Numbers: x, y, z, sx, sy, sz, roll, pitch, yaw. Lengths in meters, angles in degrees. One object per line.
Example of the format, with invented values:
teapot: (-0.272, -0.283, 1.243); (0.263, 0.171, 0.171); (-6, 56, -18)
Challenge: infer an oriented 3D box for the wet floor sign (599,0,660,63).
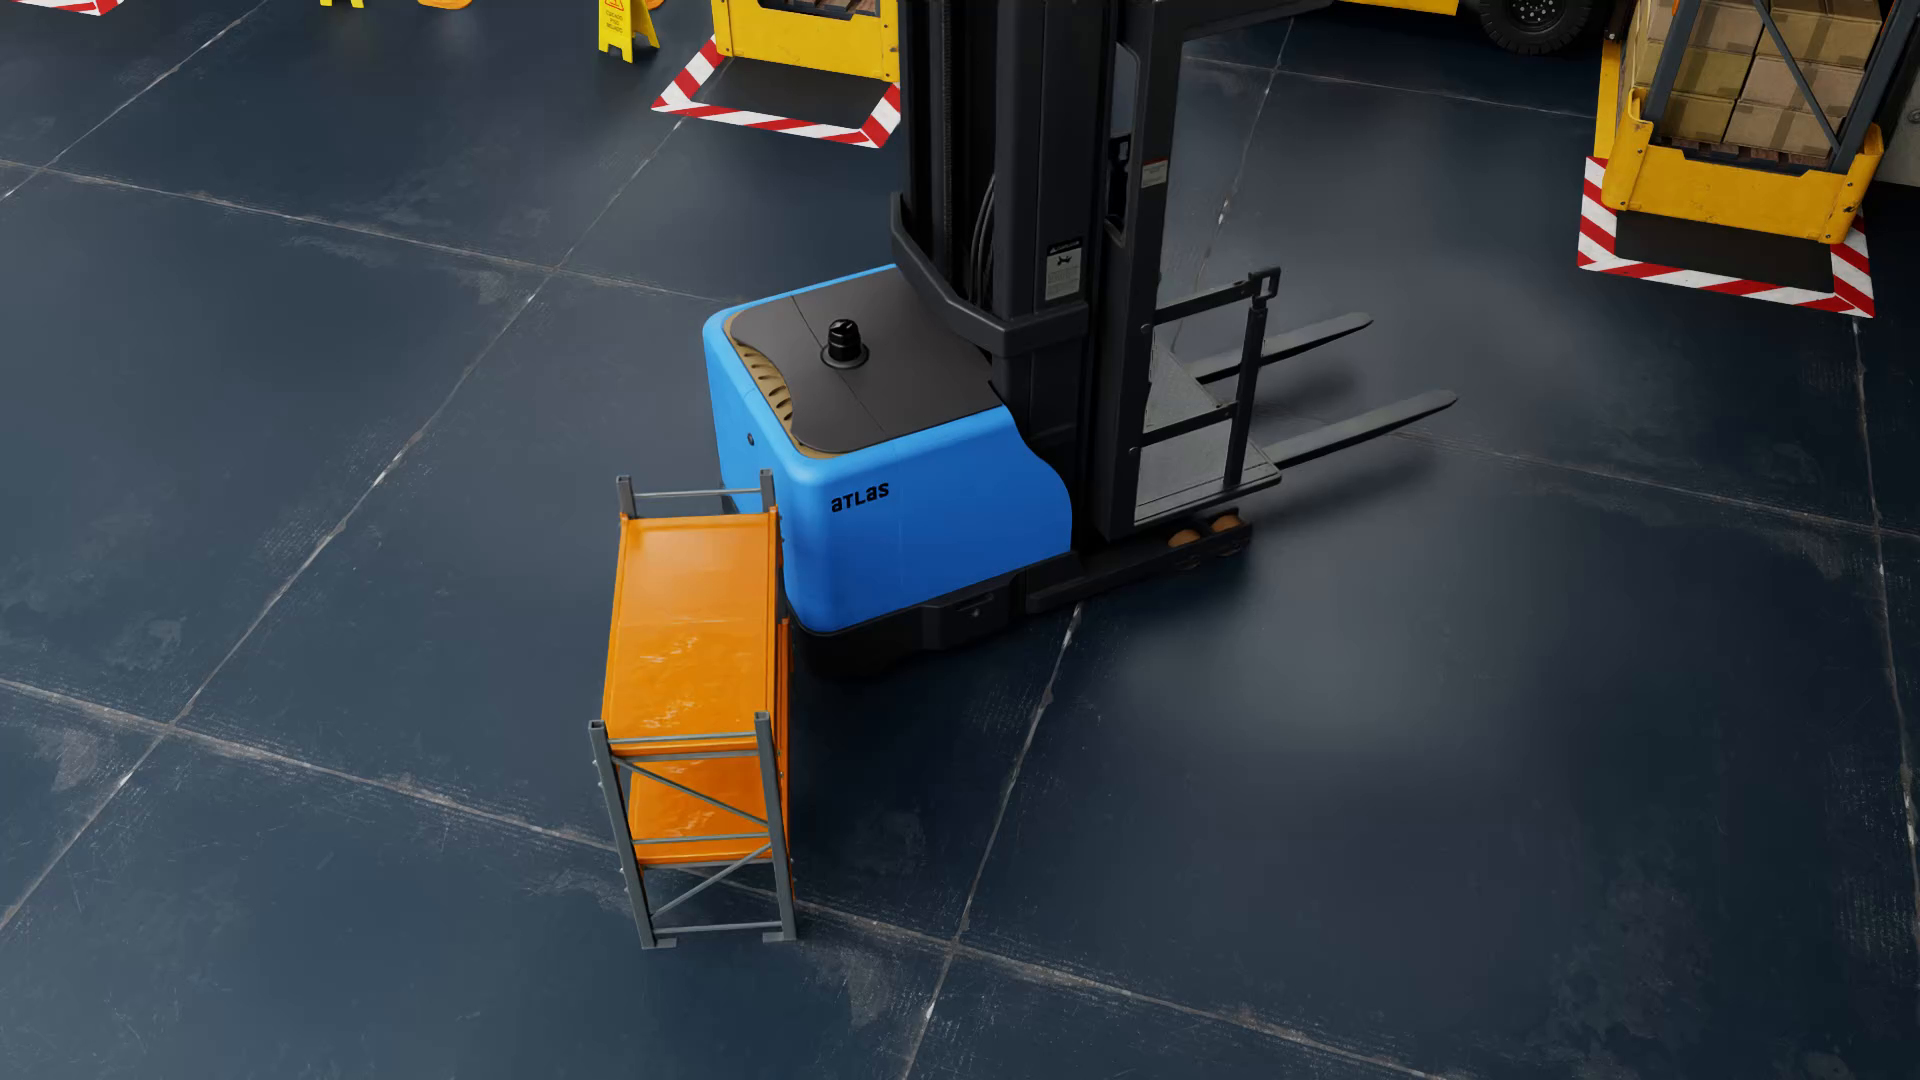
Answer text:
wet floor sign: (-1.921, -3.088, 9.444); (0.267, 0.644, 0.232); (28, 51, 26)

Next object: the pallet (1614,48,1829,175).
pallet: (4.079, -2.303, 8.952); (1.003, 0.211, 1.213); (13, 46, 13)

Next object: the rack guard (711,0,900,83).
rack guard: (-0.821, -2.987, 9.445); (1.175, 0.500, 0.348); (13, 46, 13)

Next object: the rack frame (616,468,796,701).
rack frame: (-0.855, 0.194, 5.748); (0.500, 1.125, 0.032); (-3, 44, -3)

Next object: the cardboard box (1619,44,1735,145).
cardboard box: (3.729, -2.328, 8.650); (0.500, 0.250, 0.500); (13, 46, 13)

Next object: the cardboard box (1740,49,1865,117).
cardboard box: (4.228, -2.396, 8.362); (0.500, 0.250, 0.500); (13, 46, 13)

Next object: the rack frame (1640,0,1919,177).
rack frame: (3.888, -2.781, 7.447); (1.000, 3.000, 0.127); (13, 46, 13)

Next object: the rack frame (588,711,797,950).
rack frame: (-0.782, 0.903, 5.023); (0.500, 1.125, 0.032); (-3, 44, -3)

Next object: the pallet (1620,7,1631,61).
pallet: (4.451, -3.113, 9.780); (1.003, 0.211, 1.213); (13, 46, 13)

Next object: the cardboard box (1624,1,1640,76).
cardboard box: (3.888, -2.658, 8.987); (0.500, 0.250, 0.500); (13, 46, 12)

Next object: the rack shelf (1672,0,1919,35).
rack shelf: (4.493, -3.857, 9.061); (1.077, 0.370, 4.000); (13, 46, 13)

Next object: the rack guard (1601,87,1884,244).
rack guard: (3.880, -1.871, 8.305); (1.175, 0.500, 0.348); (13, 46, 13)

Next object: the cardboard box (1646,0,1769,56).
cardboard box: (3.730, -2.678, 8.293); (0.500, 0.250, 0.500); (14, 46, 14)

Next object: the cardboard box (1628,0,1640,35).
cardboard box: (4.048, -2.989, 9.326); (0.500, 0.250, 0.500); (13, 46, 13)

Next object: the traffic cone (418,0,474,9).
traffic cone: (-3.104, -3.491, 9.987); (0.336, 0.463, 0.334); (13, 46, 13)

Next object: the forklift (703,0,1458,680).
forklift: (0.605, -1.243, 5.925); (3.031, 2.935, 1.130); (-18, 47, -18)

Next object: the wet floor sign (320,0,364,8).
wet floor sign: (-3.714, -3.530, 9.896); (0.267, 0.644, 0.232); (5, 45, 5)

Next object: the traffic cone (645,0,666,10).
traffic cone: (-1.943, -3.483, 9.978); (0.336, 0.463, 0.334); (13, 46, 13)

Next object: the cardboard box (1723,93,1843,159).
cardboard box: (4.223, -2.234, 8.554); (0.500, 0.250, 0.500); (13, 46, 13)

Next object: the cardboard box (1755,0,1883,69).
cardboard box: (4.213, -2.586, 8.198); (0.500, 0.250, 0.500); (12, 46, 12)

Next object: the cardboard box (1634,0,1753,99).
cardboard box: (3.737, -2.517, 8.486); (0.500, 0.250, 0.500); (12, 46, 12)

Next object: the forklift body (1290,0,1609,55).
forklift body: (2.723, -4.128, 9.430); (2.313, 2.155, 1.214); (13, 46, 13)

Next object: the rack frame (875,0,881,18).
rack frame: (-0.844, -3.829, 8.519); (1.000, 3.000, 0.127); (13, 46, 13)

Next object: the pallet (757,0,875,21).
pallet: (-0.541, -3.417, 10.091); (1.003, 0.211, 1.213); (13, 46, 13)

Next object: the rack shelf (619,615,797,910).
rack shelf: (-0.818, 0.723, 5.556); (0.538, 0.278, 1.000); (-3, 44, -3)

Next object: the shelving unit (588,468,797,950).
shelving unit: (-0.818, 0.548, 5.385); (0.538, 1.125, 1.048); (-3, 44, -3)

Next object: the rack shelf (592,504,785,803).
rack shelf: (-0.818, 0.339, 5.181); (0.538, 0.278, 1.000); (-3, 44, -3)

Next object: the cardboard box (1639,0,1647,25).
cardboard box: (3.899, -2.849, 8.825); (0.500, 0.250, 0.500); (12, 46, 12)
